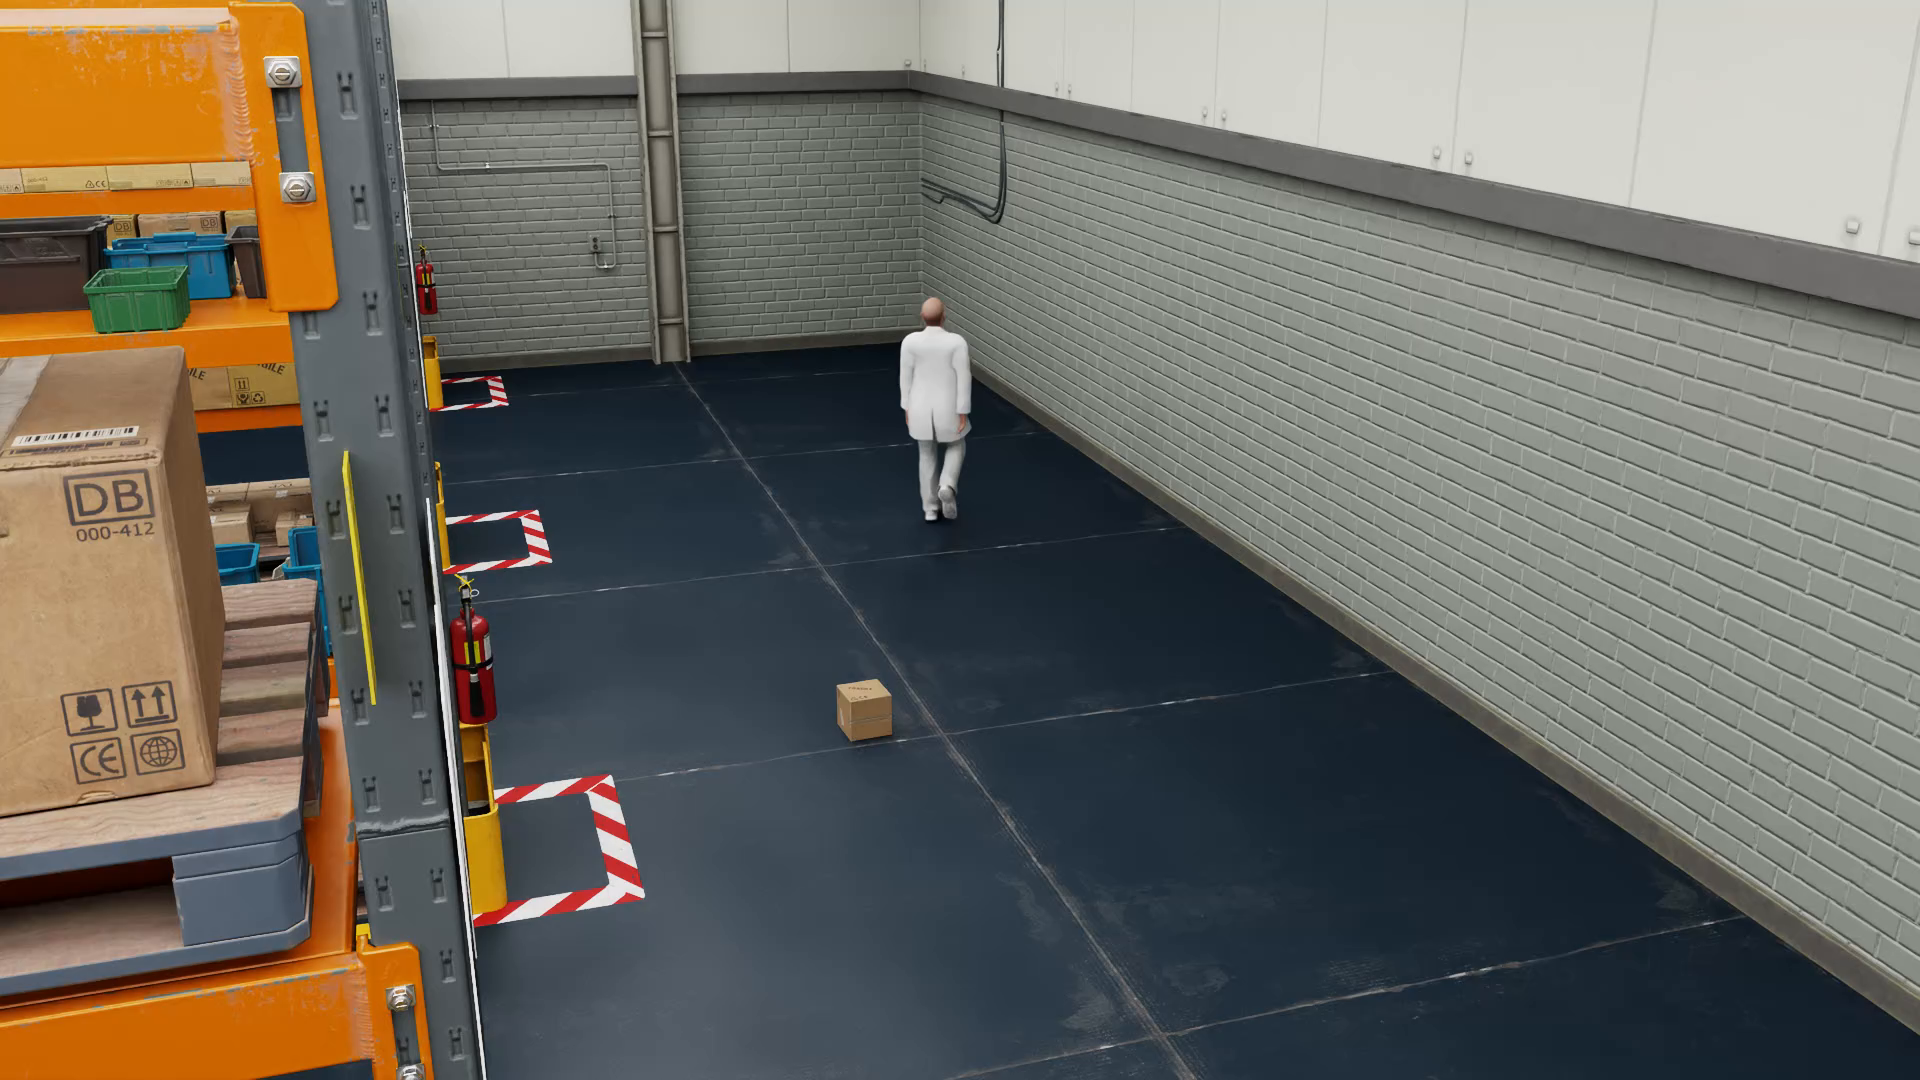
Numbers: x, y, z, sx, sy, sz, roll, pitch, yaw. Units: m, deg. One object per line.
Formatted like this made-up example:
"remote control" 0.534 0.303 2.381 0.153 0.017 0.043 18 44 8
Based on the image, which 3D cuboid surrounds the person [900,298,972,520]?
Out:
"person" -0.185 -1.020 12.990 0.571 1.765 0.568 2 19 5
